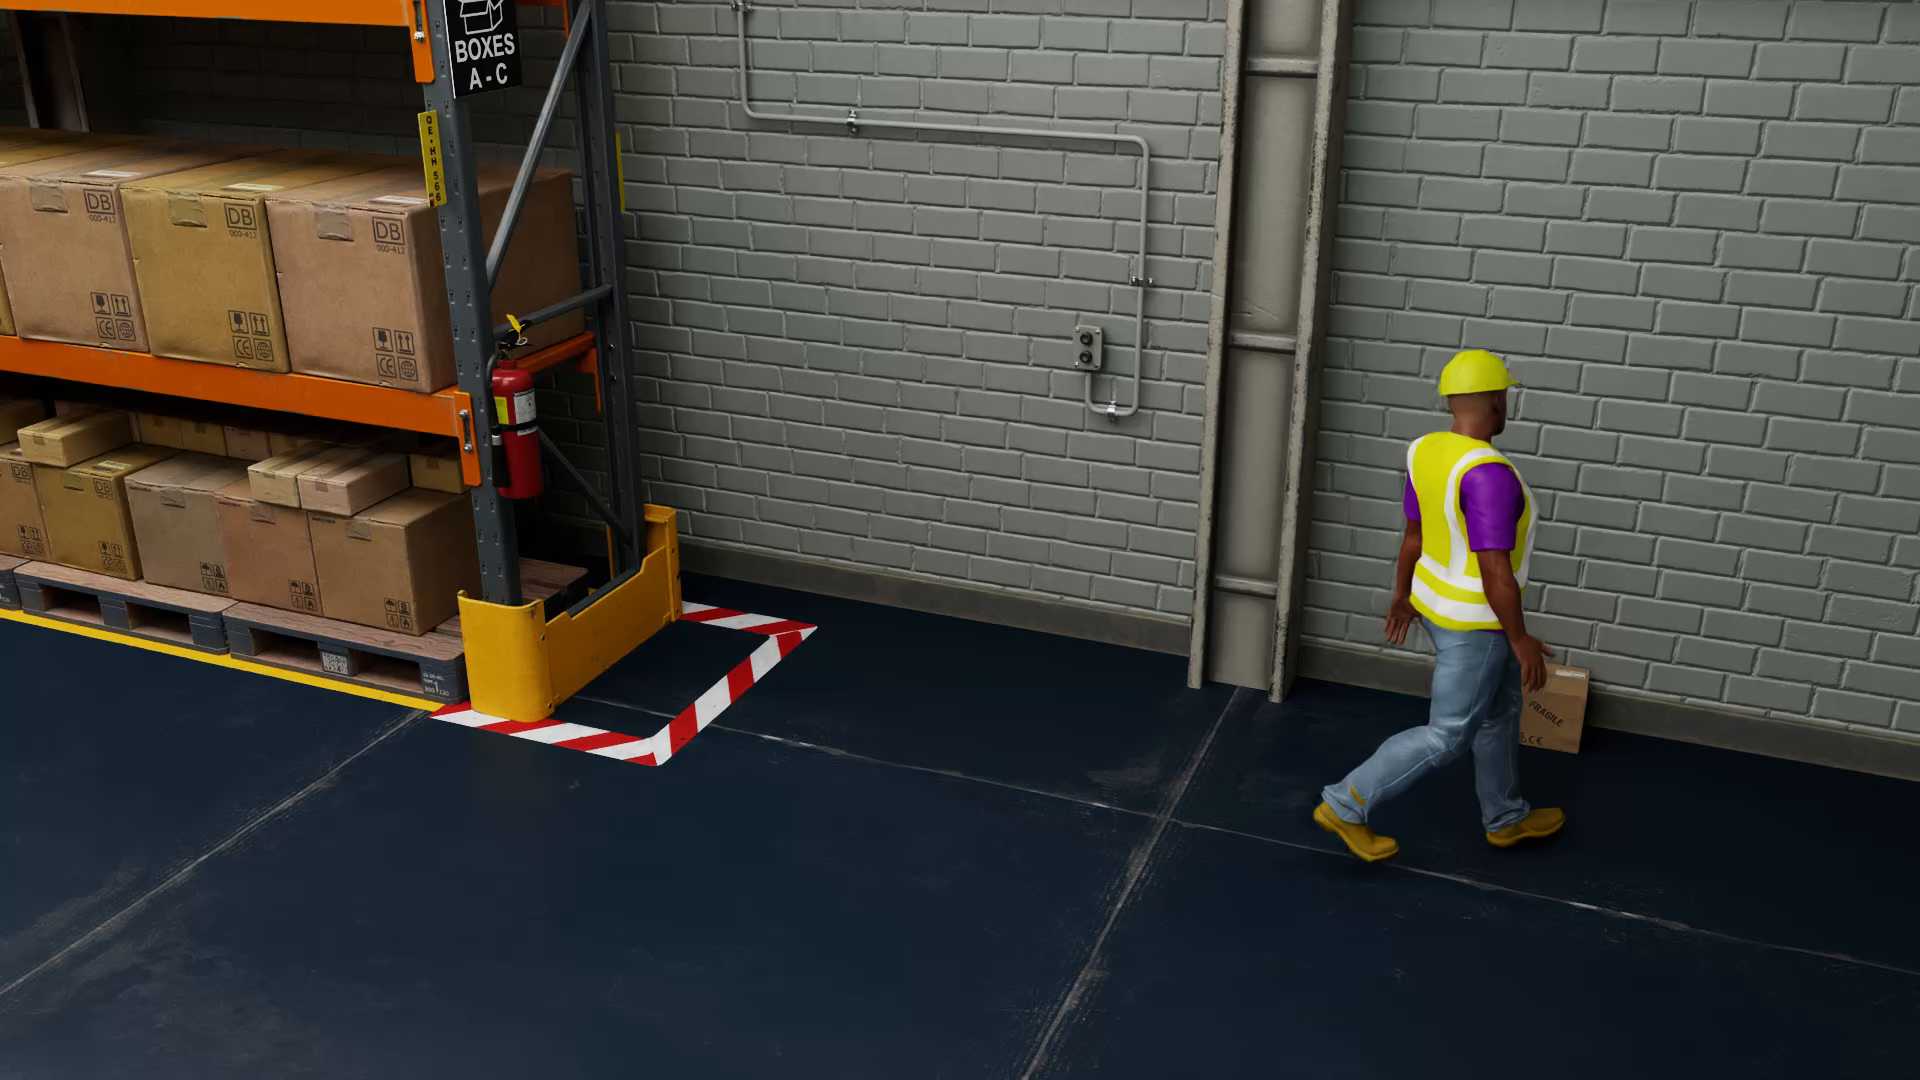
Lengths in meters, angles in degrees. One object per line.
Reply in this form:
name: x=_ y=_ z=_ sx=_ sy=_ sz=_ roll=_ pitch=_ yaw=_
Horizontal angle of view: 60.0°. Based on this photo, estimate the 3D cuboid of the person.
person: x=1.654 y=0.251 z=5.459 sx=0.949 sy=1.725 sz=0.655 roll=-2 pitch=22 yaw=-4
